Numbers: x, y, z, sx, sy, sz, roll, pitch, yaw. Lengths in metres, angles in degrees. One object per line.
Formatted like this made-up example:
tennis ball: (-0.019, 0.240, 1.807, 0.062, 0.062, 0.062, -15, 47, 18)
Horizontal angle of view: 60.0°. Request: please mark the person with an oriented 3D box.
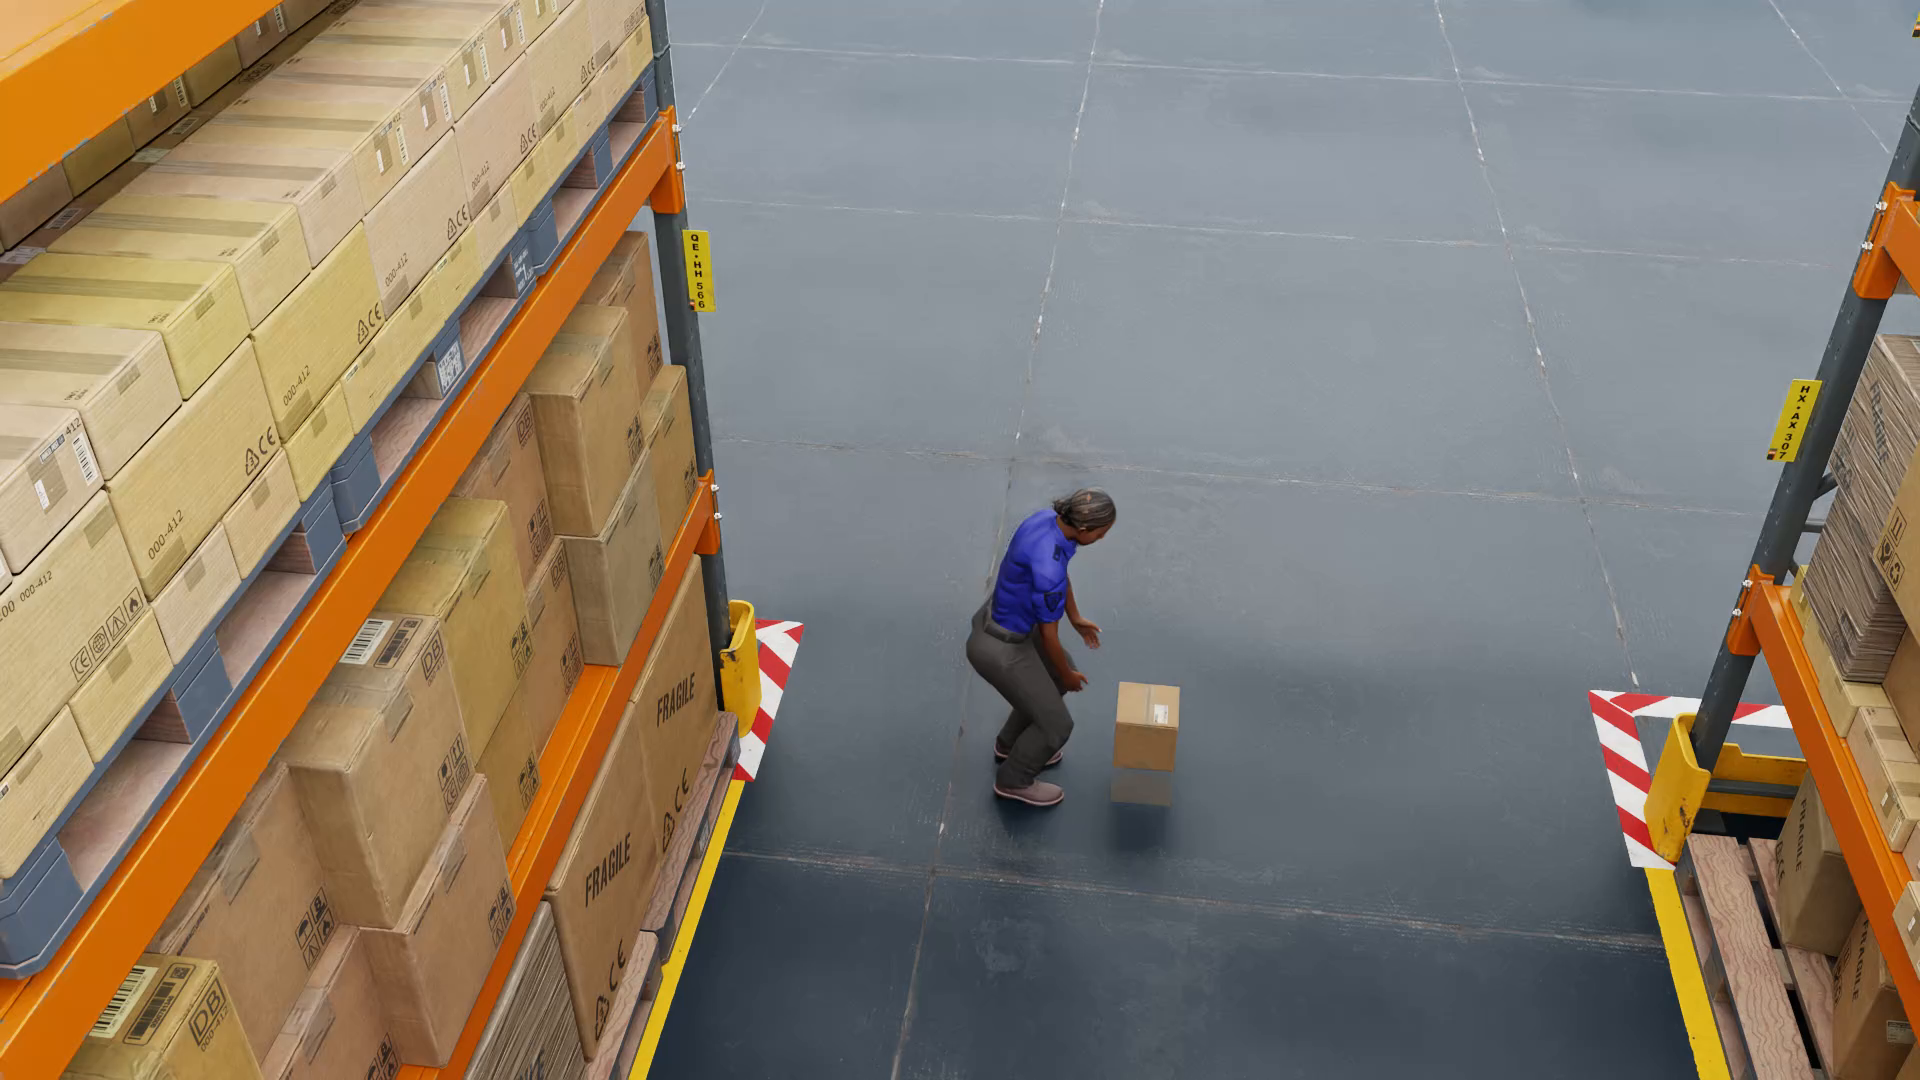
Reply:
person: (0.313, 0.396, 6.679, 0.555, 1.465, 0.490, 5, 37, 6)
